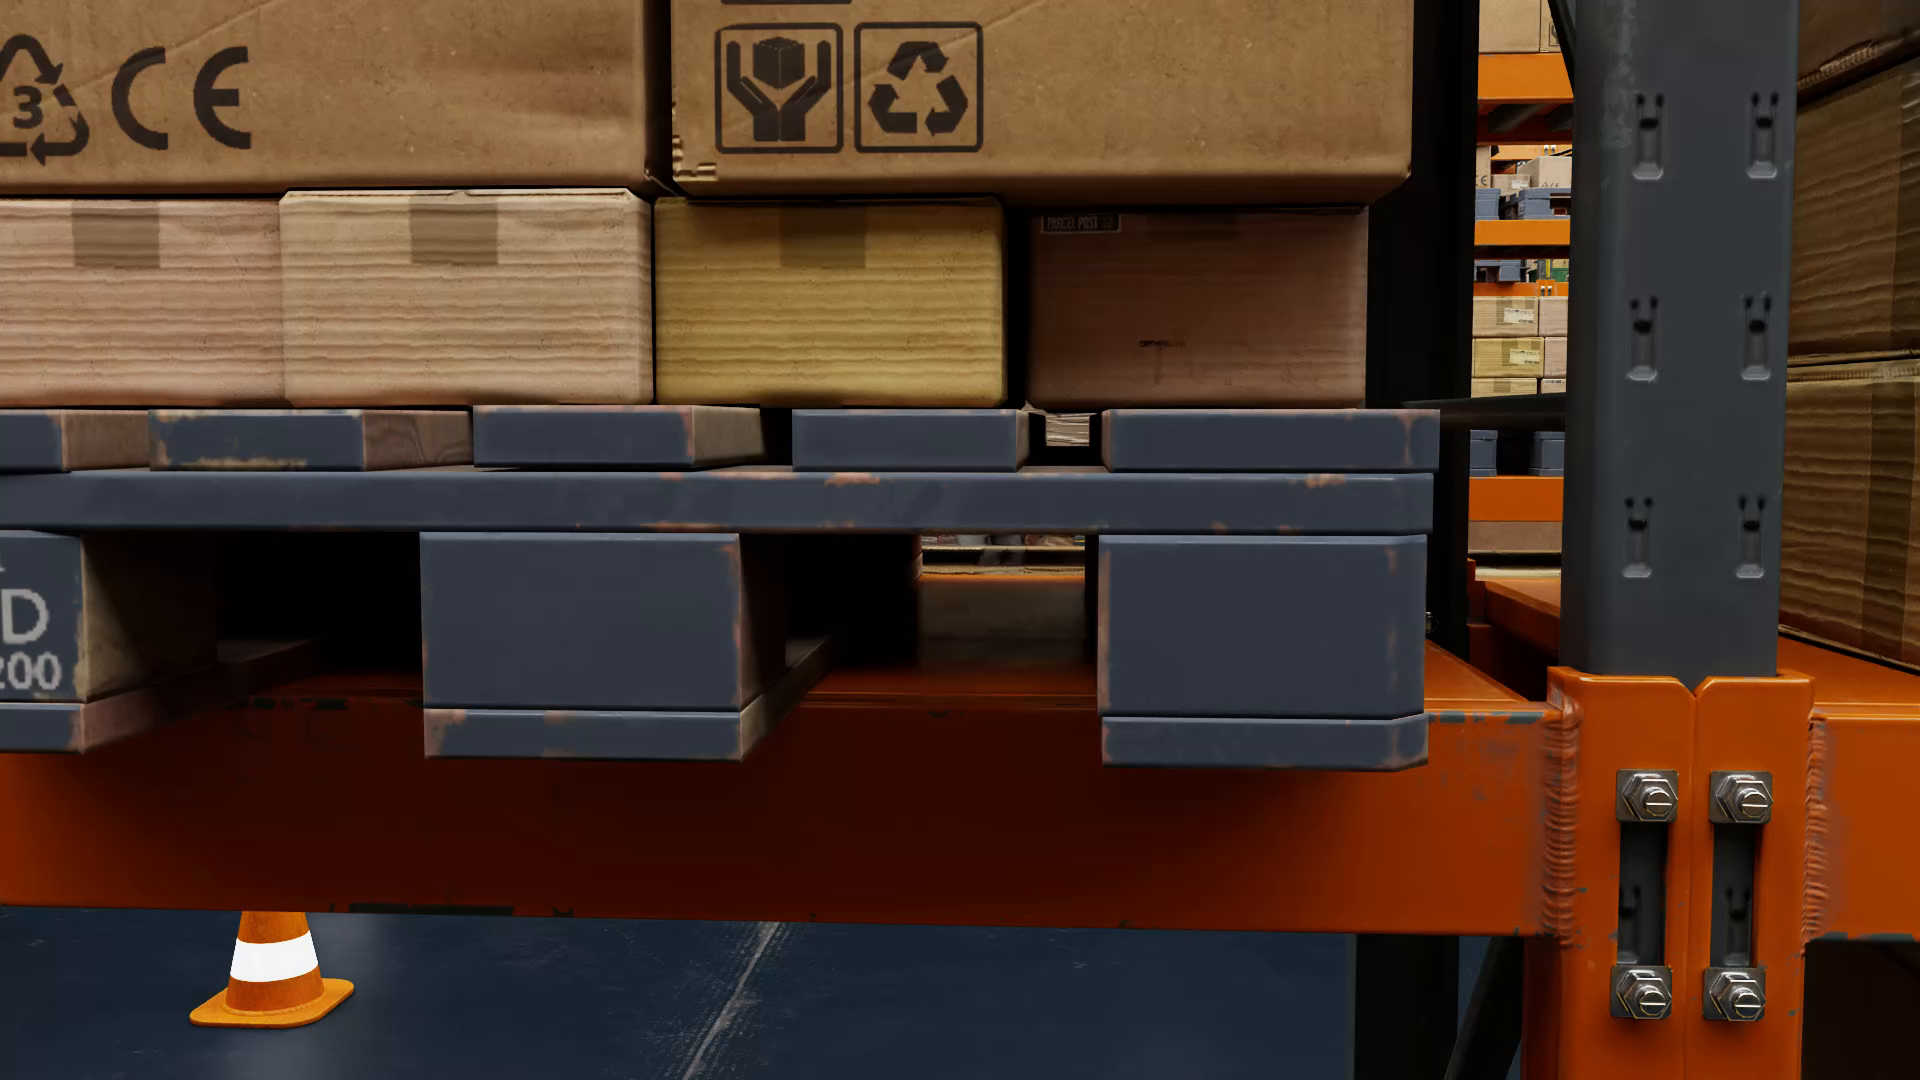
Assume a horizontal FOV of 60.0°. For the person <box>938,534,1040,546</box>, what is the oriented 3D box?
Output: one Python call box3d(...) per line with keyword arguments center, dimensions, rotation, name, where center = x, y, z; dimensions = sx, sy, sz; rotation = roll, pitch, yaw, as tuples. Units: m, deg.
box3d(center=(0.178, -0.114, 10.038), dimensions=(0.627, 1.764, 0.574), rotation=(0, 4, 5), name="person")
